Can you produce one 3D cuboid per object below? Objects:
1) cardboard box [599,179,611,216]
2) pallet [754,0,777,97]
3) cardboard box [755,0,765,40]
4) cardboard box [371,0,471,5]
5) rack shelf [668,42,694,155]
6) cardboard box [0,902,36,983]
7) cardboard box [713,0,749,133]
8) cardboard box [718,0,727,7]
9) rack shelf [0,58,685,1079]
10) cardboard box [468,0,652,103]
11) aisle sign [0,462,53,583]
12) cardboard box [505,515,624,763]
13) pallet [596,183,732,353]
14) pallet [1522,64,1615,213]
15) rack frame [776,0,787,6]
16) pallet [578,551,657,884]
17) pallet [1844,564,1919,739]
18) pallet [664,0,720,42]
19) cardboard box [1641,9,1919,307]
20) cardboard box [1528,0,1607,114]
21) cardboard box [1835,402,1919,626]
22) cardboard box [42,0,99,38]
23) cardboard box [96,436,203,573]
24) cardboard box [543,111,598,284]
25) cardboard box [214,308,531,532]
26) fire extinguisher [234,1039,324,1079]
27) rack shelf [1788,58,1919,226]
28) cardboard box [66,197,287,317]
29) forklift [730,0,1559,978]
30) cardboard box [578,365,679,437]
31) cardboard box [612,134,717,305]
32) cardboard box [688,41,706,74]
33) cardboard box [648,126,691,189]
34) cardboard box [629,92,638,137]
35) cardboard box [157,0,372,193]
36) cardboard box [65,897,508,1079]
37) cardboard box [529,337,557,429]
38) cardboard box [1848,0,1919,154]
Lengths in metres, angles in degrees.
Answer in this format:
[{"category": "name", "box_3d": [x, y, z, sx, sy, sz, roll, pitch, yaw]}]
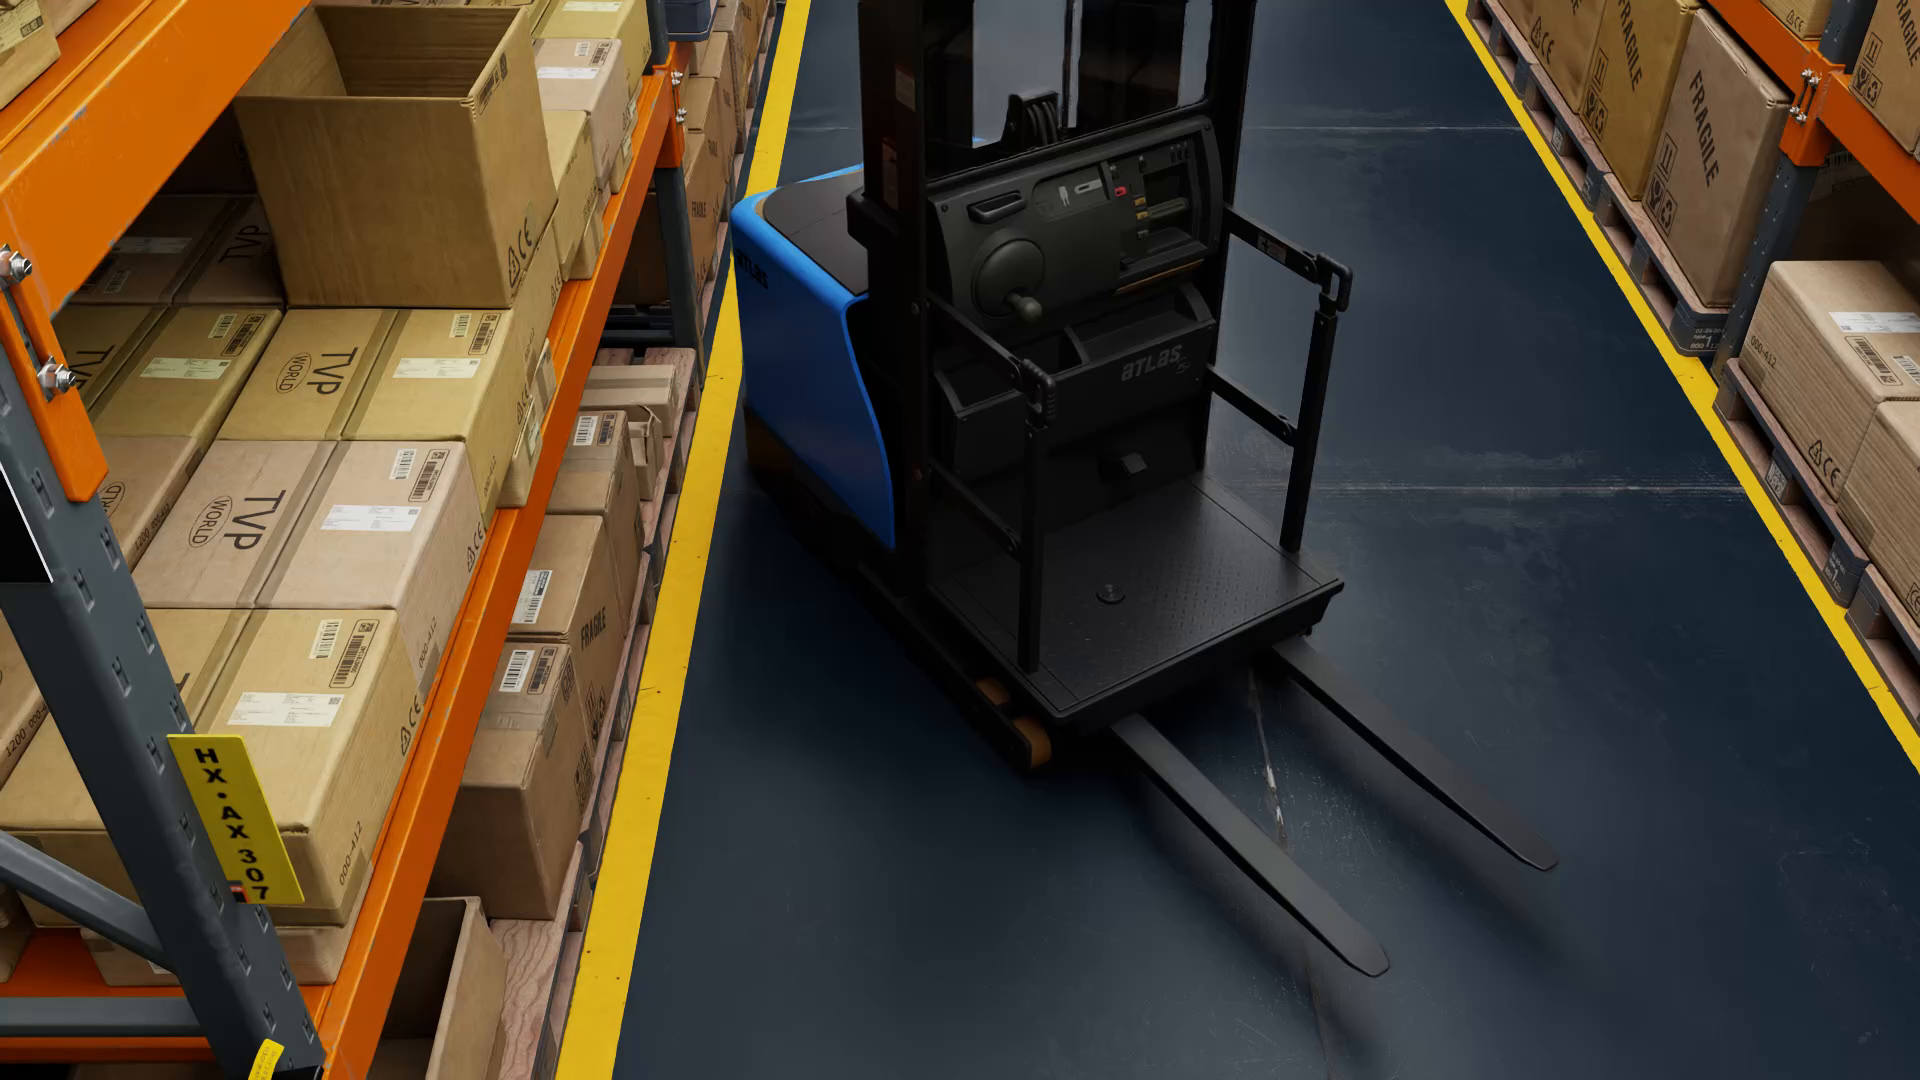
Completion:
[{"category": "cardboard box", "box_3d": [-1.229, -1.003, 4.804, 0.380, 0.149, 0.250, 1, 39, 1]}, {"category": "pallet", "box_3d": [-1.543, -2.736, 8.996, 1.003, 0.211, 1.213, 0, 39, 0]}, {"category": "cardboard box", "box_3d": [-1.301, -2.903, 8.636, 0.500, 0.500, 0.500, -1, 39, -1]}, {"category": "cardboard box", "box_3d": [-1.771, -1.538, 5.152, 0.500, 0.250, 0.500, 0, 39, -1]}, {"category": "rack shelf", "box_3d": [-1.504, -2.760, 7.371, 1.077, 0.370, 4.000, 0, 39, 0]}, {"category": "cardboard box", "box_3d": [-1.766, 0.602, 2.801, 0.380, 0.149, 0.250, 0, 39, -1]}, {"category": "cardboard box", "box_3d": [-1.278, -2.251, 7.823, 0.500, 0.500, 0.500, -1, 39, -2]}, {"category": "cardboard box", "box_3d": [-1.279, -2.595, 7.734, 0.380, 0.149, 0.250, -2, 39, -2]}, {"category": "rack shelf", "box_3d": [-1.499, -0.259, 4.249, 1.077, 0.370, 4.000, 0, 39, 0]}, {"category": "cardboard box", "box_3d": [-1.257, -1.529, 5.142, 0.500, 0.250, 0.500, 1, 39, 1]}, {"category": "aisle sign", "box_3d": [-1.203, -0.261, 1.598, 0.394, 0.787, 0.004, 0, 39, 0]}, {"category": "cardboard box", "box_3d": [-1.266, 0.275, 4.671, 0.500, 0.500, 0.500, 1, 39, 1]}, {"category": "pallet", "box_3d": [-1.540, -1.210, 7.092, 1.003, 0.211, 1.213, 0, 39, 0]}, {"category": "pallet", "box_3d": [3.382, -1.955, 8.021, 1.003, 0.211, 1.213, 0, 39, 0]}, {"category": "rack frame", "box_3d": [-1.506, -4.291, 8.706, 1.000, 3.000, 0.127, 0, 39, 0]}, {"category": "pallet", "box_3d": [-1.498, 0.493, 4.967, 1.003, 0.211, 1.213, 0, 39, 0]}, {"category": "pallet", "box_3d": [3.389, 0.533, 4.917, 1.003, 0.211, 1.213, 0, 39, 0]}, {"category": "pallet", "box_3d": [-1.393, -2.215, 6.269, 1.003, 0.211, 1.213, 0, 39, 0]}, {"category": "cardboard box", "box_3d": [3.381, -1.518, 6.609, 0.875, 0.875, 0.875, 1, 39, 1]}, {"category": "cardboard box", "box_3d": [3.372, -2.642, 8.012, 0.875, 0.875, 0.875, 0, 39, 1]}, {"category": "cardboard box", "box_3d": [3.357, -0.007, 5.074, 0.875, 0.438, 0.875, -1, 39, -1]}, {"category": "cardboard box", "box_3d": [-1.291, -0.724, 2.058, 0.380, 0.149, 0.250, 1, 39, 1]}, {"category": "cardboard box", "box_3d": [-1.762, 0.044, 3.179, 0.500, 0.250, 0.500, 0, 39, 0]}, {"category": "cardboard box", "box_3d": [-1.254, -0.904, 4.362, 0.500, 0.250, 0.500, 0, 39, 0]}, {"category": "cardboard box", "box_3d": [-1.233, -0.262, 3.561, 0.500, 0.250, 0.500, -1, 39, -1]}, {"category": "fire extinguisher", "box_3d": [-1.035, 0.979, 2.490, 0.296, 0.674, 0.183, 0, 39, 0]}, {"category": "rack shelf", "box_3d": [3.464, -0.264, 4.257, 1.077, 0.370, 4.000, 0, 39, 0]}, {"category": "cardboard box", "box_3d": [-1.759, -0.593, 3.973, 0.500, 0.250, 0.500, 0, 39, 0]}, {"category": "forklift", "box_3d": [0.460, -0.807, 4.413, 1.130, 2.935, 3.031, -22, 44, -25]}, {"category": "cardboard box", "box_3d": [-1.207, -0.493, 5.911, 0.380, 0.149, 0.250, -1, 39, -1]}, {"category": "cardboard box", "box_3d": [-1.277, -1.281, 6.613, 0.500, 0.500, 0.500, 2, 39, 2]}, {"category": "cardboard box", "box_3d": [-1.302, -2.117, 7.138, 0.380, 0.149, 0.250, 0, 39, 0]}, {"category": "cardboard box", "box_3d": [-1.236, -1.456, 6.313, 0.380, 0.149, 0.250, 2, 39, 2]}, {"category": "cardboard box", "box_3d": [-1.227, -1.330, 5.212, 0.380, 0.149, 0.250, 1, 39, 1]}, {"category": "cardboard box", "box_3d": [-1.766, -1.209, 4.142, 0.500, 0.500, 0.500, -1, 39, -1]}, {"category": "cardboard box", "box_3d": [-1.403, 1.139, 3.590, 0.797, 0.503, 0.637, -1, 39, -2]}, {"category": "cardboard box", "box_3d": [-1.196, -0.367, 4.010, 0.380, 0.149, 0.250, 1, 39, 1]}, {"category": "cardboard box", "box_3d": [3.201, -1.541, 5.195, 0.500, 0.500, 0.500, 1, 39, 1]}]
